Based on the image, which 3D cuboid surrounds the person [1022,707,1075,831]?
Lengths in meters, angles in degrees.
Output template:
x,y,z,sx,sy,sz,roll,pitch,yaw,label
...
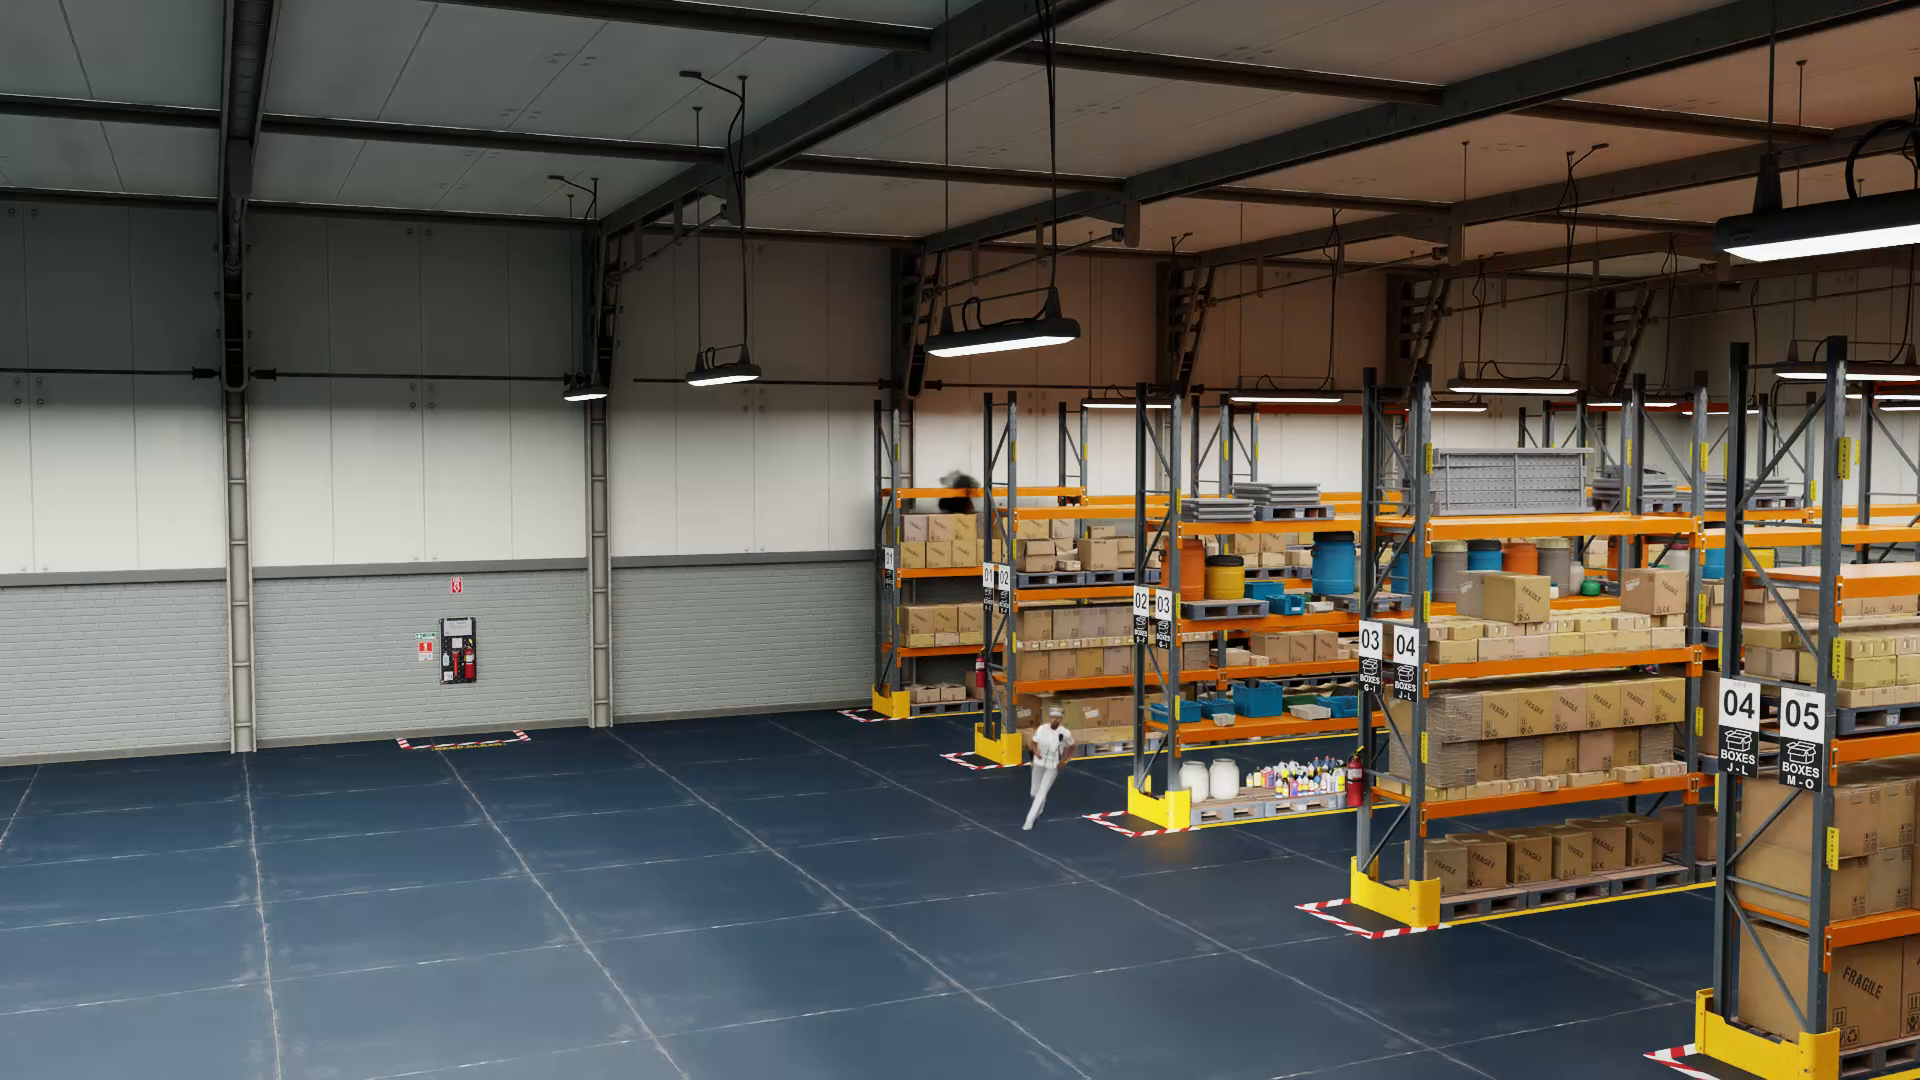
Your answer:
x,y,z,sx,sy,sz,roll,pitch,yaw,label
1.221,3.046,22.463,0.618,1.651,0.852,1,4,18,person
